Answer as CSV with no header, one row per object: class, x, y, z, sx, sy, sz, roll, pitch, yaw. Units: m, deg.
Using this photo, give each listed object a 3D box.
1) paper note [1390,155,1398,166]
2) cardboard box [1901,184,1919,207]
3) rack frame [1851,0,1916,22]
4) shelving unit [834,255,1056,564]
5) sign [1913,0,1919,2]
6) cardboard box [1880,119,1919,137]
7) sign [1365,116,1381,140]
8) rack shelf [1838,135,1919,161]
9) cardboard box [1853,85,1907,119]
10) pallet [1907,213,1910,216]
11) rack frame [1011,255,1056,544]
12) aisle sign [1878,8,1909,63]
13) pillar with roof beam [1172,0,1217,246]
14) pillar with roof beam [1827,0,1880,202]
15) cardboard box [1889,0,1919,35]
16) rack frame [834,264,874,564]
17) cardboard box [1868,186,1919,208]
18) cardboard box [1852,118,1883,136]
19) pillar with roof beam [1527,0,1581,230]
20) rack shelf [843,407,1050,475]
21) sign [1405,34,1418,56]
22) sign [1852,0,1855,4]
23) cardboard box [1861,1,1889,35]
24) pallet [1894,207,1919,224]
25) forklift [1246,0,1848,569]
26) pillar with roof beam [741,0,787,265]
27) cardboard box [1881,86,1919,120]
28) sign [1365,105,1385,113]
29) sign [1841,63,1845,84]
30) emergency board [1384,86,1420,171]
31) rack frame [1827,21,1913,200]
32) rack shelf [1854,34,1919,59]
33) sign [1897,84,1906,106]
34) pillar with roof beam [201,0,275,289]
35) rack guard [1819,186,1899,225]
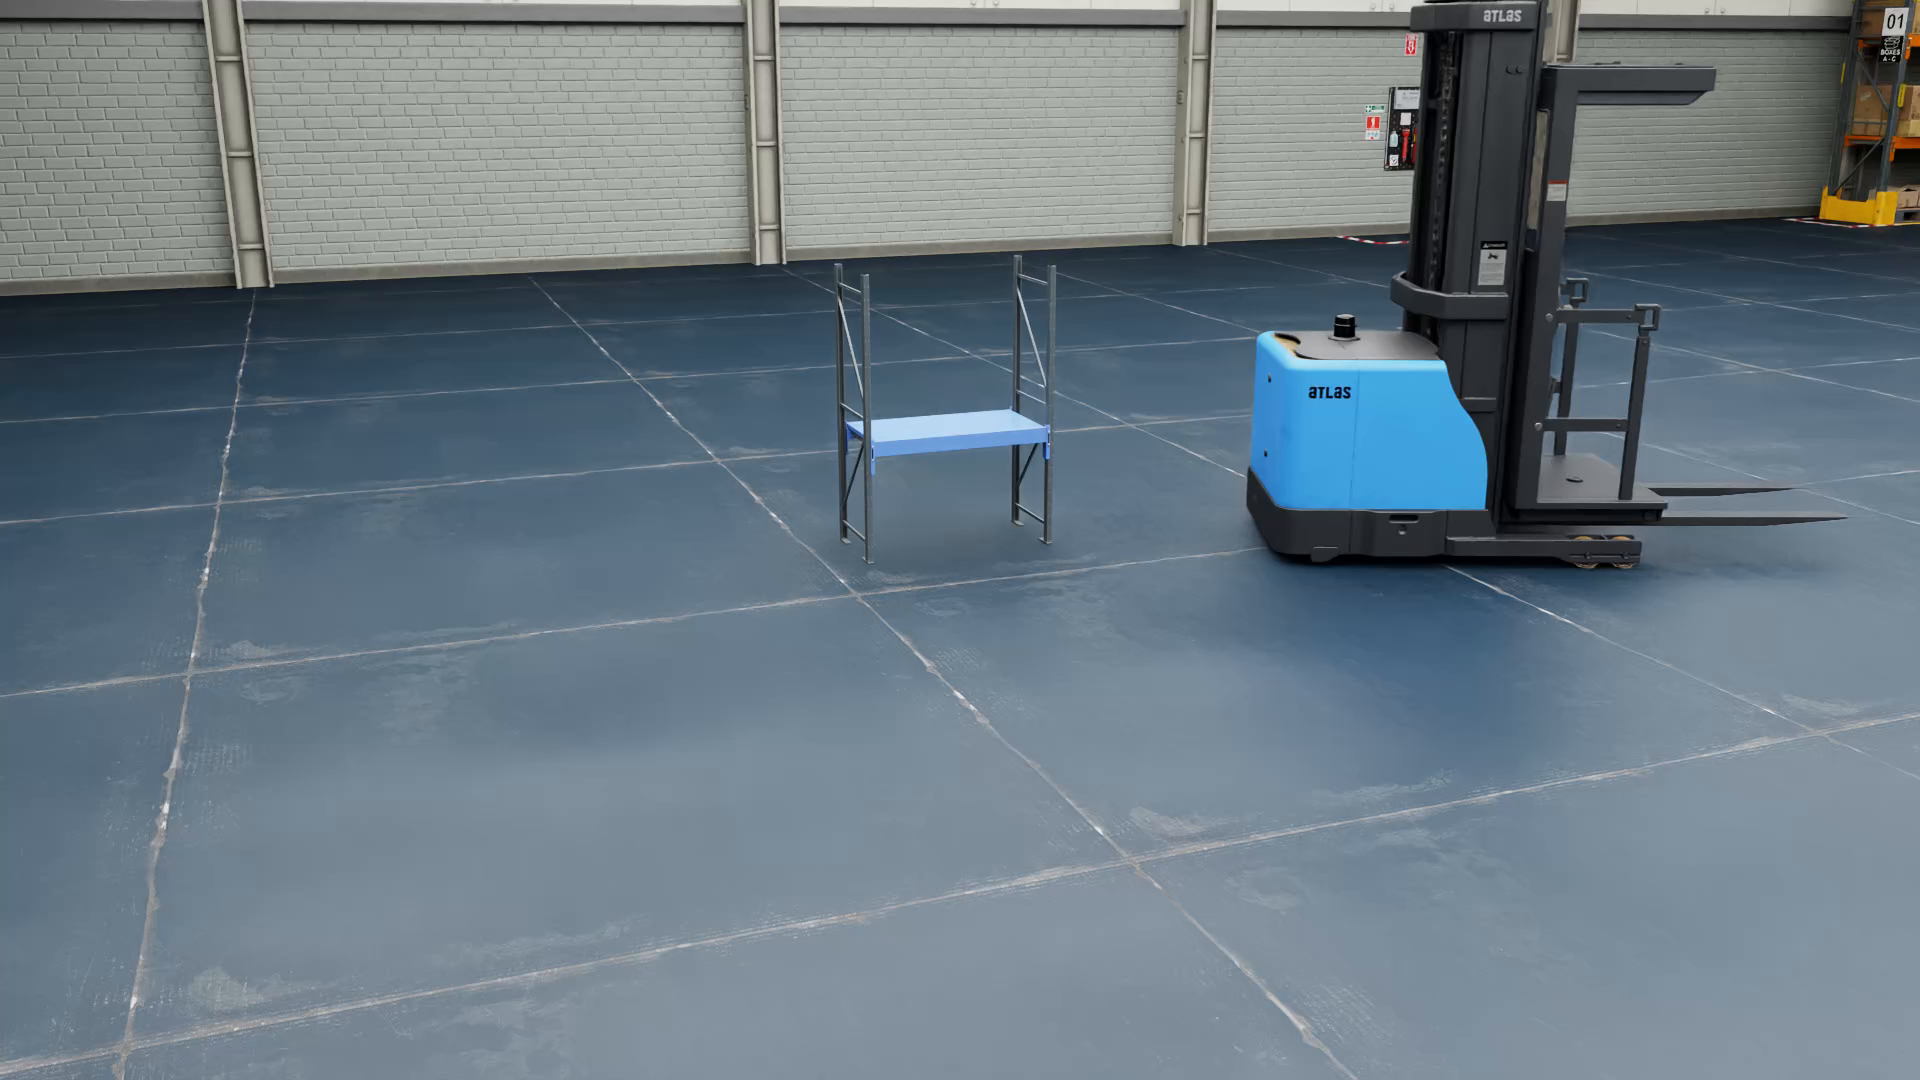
paper note,6.272,-5.486,24.021,0.142,0.148,0.016,-6,17,-20
cardboard box,15.252,-5.479,26.424,0.500,0.311,0.500,-5,17,-15
rack frame,14.042,-9.333,24.909,0.127,3.000,1.000,-6,17,-20
shelving unit,-0.080,-0.711,8.858,1.048,1.500,0.538,-6,17,-20
sign,14.236,-8.170,24.722,0.005,0.325,0.100,-6,17,-20
cardboard box,14.611,-6.358,25.656,0.500,0.250,0.500,-7,18,-22
sign,5.909,-5.897,23.793,0.234,0.329,0.001,-6,17,-20
rack shelf,15.909,-6.311,26.542,4.000,0.370,1.077,-6,17,-20
cardboard box,14.406,-6.855,26.019,0.500,0.500,0.500,-6,18,-21
pallet,16.021,-5.319,26.836,1.213,0.211,1.003,-6,17,-20
rack frame,0.395,-0.762,9.032,0.032,1.500,0.500,-6,17,-20
aisle sign,14.082,-7.616,25.095,0.004,0.787,0.394,-6,17,-20
pillar with roof beam,4.721,-7.289,17.947,0.400,9.000,9.100,-6,17,-20
pillar with roof beam,15.926,-8.498,22.067,0.400,9.000,9.100,-6,17,-20
cardboard box,14.443,-7.919,25.206,0.500,0.500,0.500,-6,17,-19
rack frame,-0.554,-0.660,8.683,0.032,1.500,0.500,-6,17,-20
cardboard box,14.720,-5.422,26.228,0.500,0.311,0.500,-8,18,-26
cardboard box,14.409,-6.490,26.107,0.500,0.250,0.500,-6,17,-19
pillar with roof beam,10.323,-7.894,20.007,0.400,9.000,9.100,-6,17,-20
rack shelf,-0.080,-0.538,8.908,1.000,0.185,0.538,-6,17,-20
sign,6.419,-7.046,23.655,0.199,0.298,0.001,-6,17,-20
sign,13.862,-8.467,25.711,0.005,0.325,0.100,-6,17,-20
cardboard box,14.341,-8.060,25.685,0.500,0.500,0.500,-5,17,-16
pallet,14.884,-5.197,26.421,1.213,0.211,1.003,-6,17,-20
forklift,3.147,-1.408,8.691,3.031,2.935,1.130,0,16,0
pillar with roof beam,-0.882,-6.684,15.887,0.400,9.000,9.100,-6,17,-20
cardboard box,14.595,-6.721,25.562,0.500,0.500,0.500,-6,17,-20
sign,5.916,-6.150,23.712,0.331,0.109,0.001,-6,17,-20
sign,13.862,-7.310,26.051,0.005,0.325,0.100,-6,17,-20
emergency board,6.462,-5.909,23.895,0.643,1.169,0.194,-6,17,-20
rack frame,14.042,-6.455,25.754,0.127,3.000,1.000,-6,17,-20
rack shelf,15.909,-7.750,26.120,4.000,0.370,1.077,-6,17,-20
sign,14.236,-6.727,25.146,0.005,0.325,0.100,-6,17,-20
pillar with roof beam,-6.485,-6.079,13.827,0.400,9.000,9.100,-6,17,-20
rack guard,14.113,-5.263,26.133,0.348,0.500,1.175,-6,17,-20
